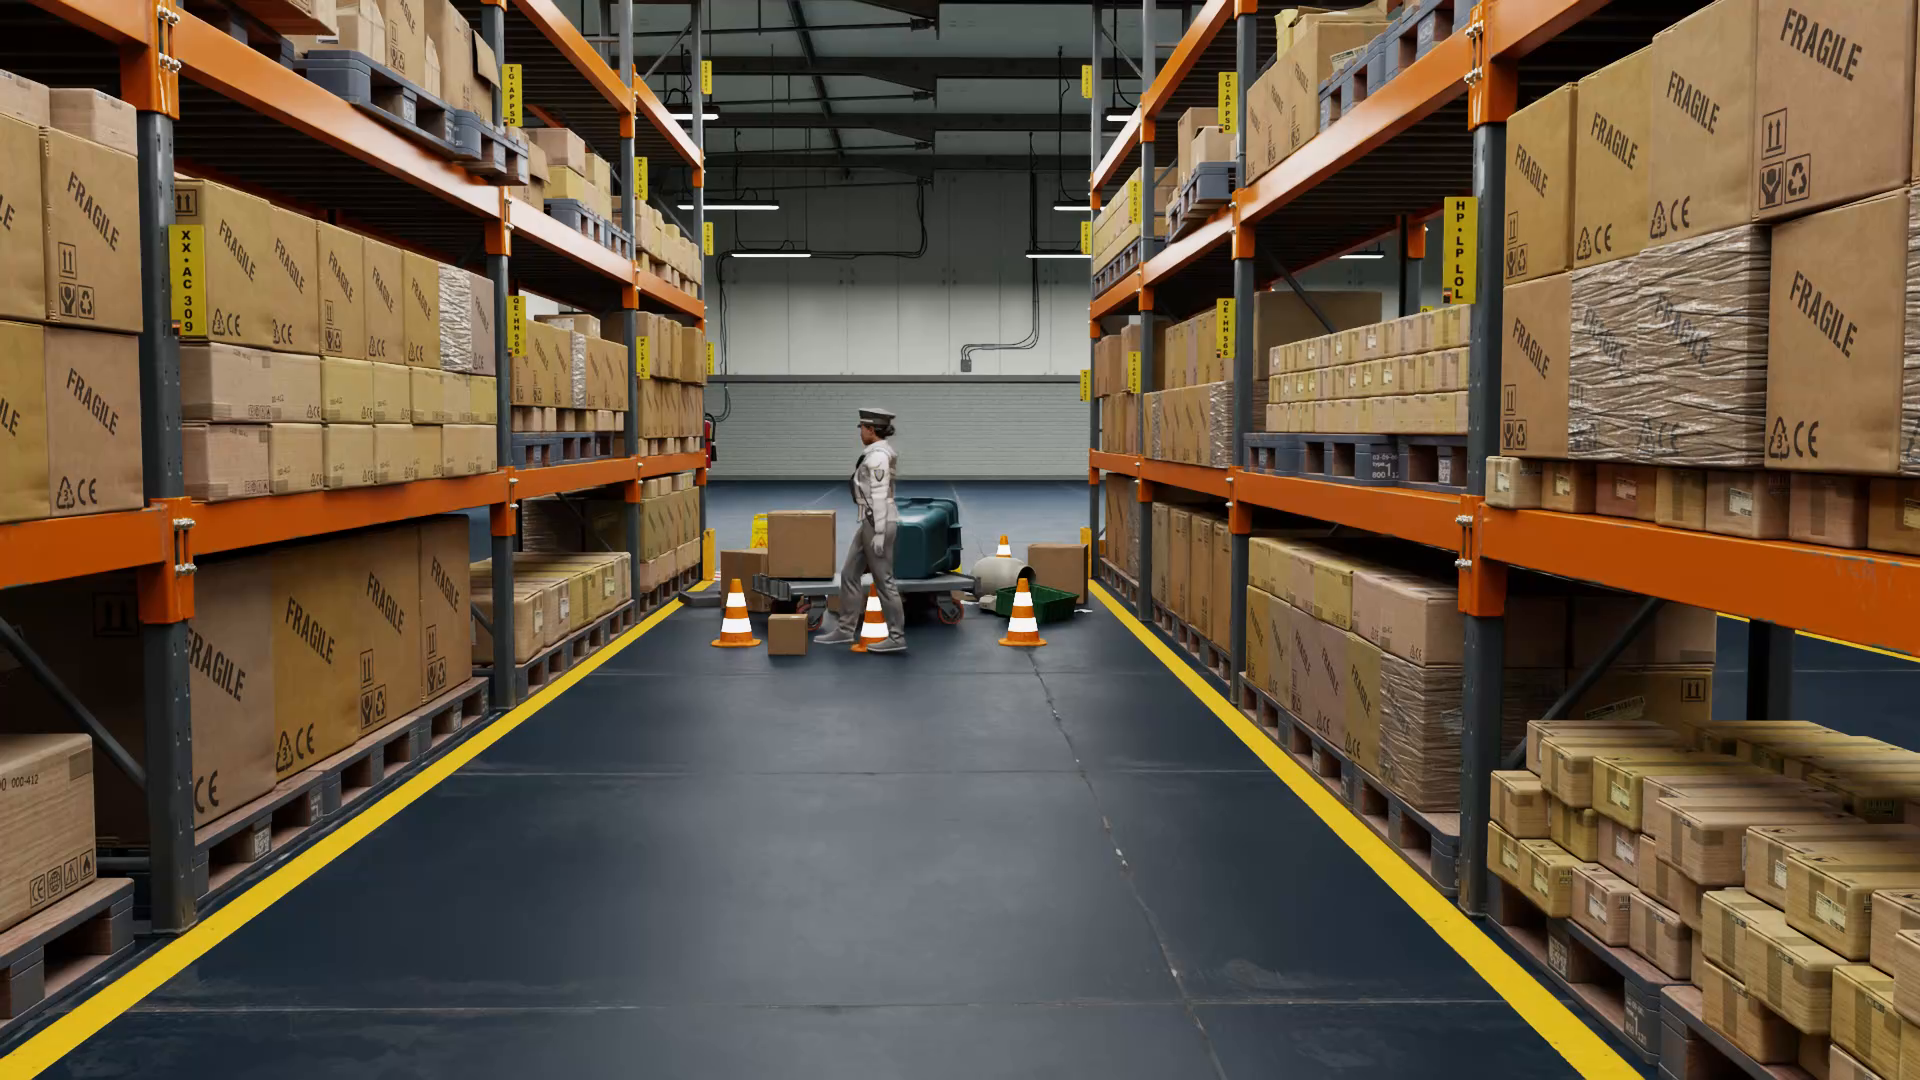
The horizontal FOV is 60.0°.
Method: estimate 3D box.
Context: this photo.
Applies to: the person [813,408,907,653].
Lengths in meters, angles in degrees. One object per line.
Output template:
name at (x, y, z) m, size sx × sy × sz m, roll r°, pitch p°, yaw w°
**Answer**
person at (-0.689, -0.069, 11.319) m, size 0.666 × 1.664 × 0.504 m, roll 0°, pitch 4°, yaw 3°
